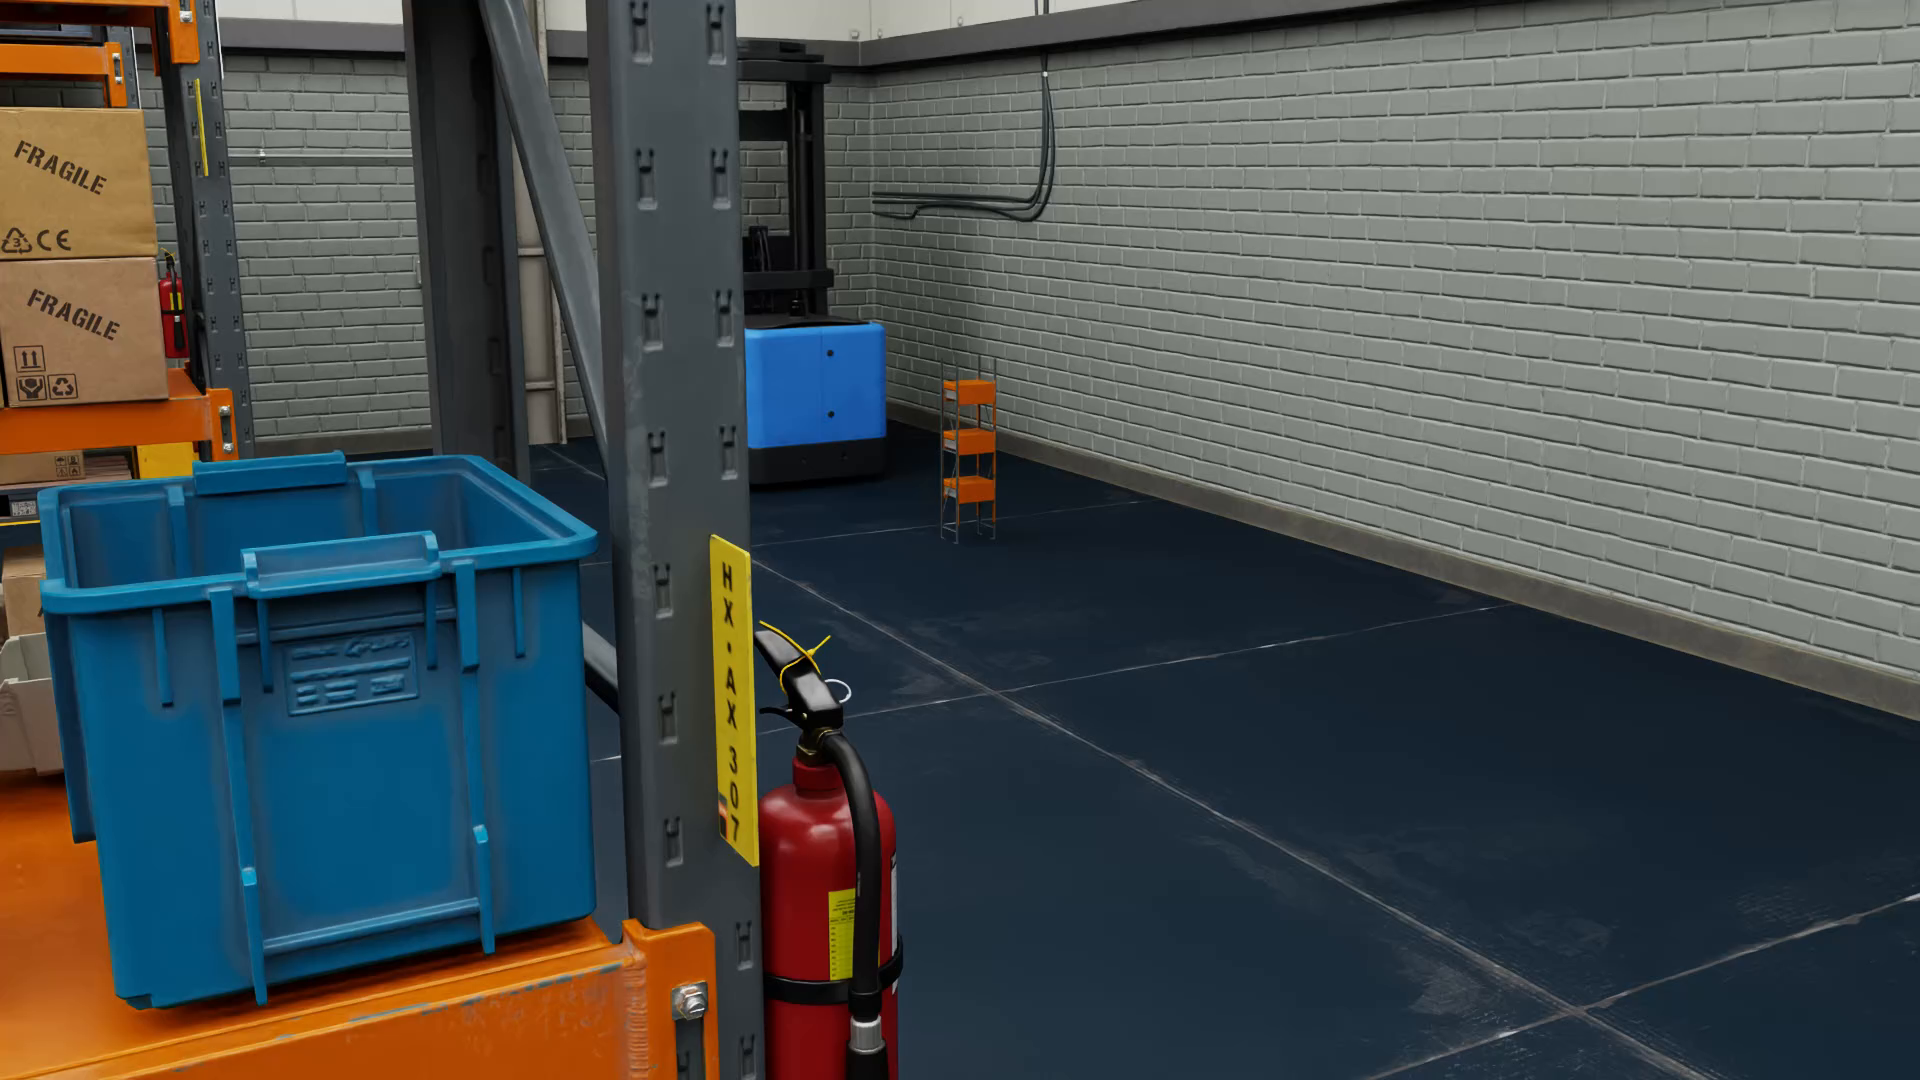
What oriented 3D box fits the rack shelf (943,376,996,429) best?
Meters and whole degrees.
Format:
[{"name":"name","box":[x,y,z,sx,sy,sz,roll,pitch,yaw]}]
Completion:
[{"name":"rack shelf","box":[0.047,-0.784,9.459,0.240,0.259,0.215,-7,14,-28]}]

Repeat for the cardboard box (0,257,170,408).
[{"name":"cardboard box","box":[-3.139,-0.766,5.955,0.500,0.500,0.500,-6,14,-26]}]

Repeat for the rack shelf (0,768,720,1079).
[{"name":"rack shelf","box":[-2.262,0.699,1.309,4.000,0.370,1.077,-7,14,-28]}]

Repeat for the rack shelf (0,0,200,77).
[{"name":"rack shelf","box":[-4.632,-1.719,5.223,4.000,0.370,1.077,-7,14,-28]}]

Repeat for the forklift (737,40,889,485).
[{"name":"forklift","box":[-1.643,-2.060,12.088,1.130,2.935,3.031,-7,14,-28]}]

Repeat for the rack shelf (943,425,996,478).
[{"name":"rack shelf","box":[0.047,-0.507,9.521,0.240,0.259,0.215,-7,14,-28]}]

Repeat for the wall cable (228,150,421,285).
[{"name":"wall cable","box":[-4.583,-2.584,11.946,1.851,1.984,0.084,-7,14,-28]}]

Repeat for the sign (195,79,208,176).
[{"name":"sign","box":[-2.628,-1.427,5.762,0.005,0.325,0.100,-7,14,-28]}]

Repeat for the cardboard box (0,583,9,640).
[{"name":"cardboard box","box":[-3.929,0.365,6.417,0.500,0.250,0.500,-7,14,-28]}]

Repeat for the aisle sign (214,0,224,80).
[{"name":"aisle sign","box":[-2.670,-2.034,5.893,0.004,0.787,0.394,-7,14,-28]}]

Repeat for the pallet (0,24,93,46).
[{"name":"pallet","box":[-5.899,-3.112,9.973,1.213,0.211,1.003,-7,14,-28]}]

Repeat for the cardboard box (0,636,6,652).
[{"name":"cardboard box","box":[-3.634,0.480,6.094,0.250,0.166,0.380,-7,14,-28]}]

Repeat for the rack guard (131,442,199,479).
[{"name":"rack guard","box":[-5.232,-0.554,10.934,0.348,0.500,1.175,-7,14,-28]}]

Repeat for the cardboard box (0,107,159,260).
[{"name":"cardboard box","box":[-3.135,-1.254,5.844,0.500,0.500,0.500,-7,14,-28]}]

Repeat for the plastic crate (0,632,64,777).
[{"name":"plastic crate","box":[-1.202,0.217,2.275,0.298,0.136,0.250,-7,14,-28]}]

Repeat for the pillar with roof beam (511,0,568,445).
[{"name":"pillar with roof beam","box":[-1.235,-4.319,8.306,0.400,9.000,9.100,-7,14,-28]}]

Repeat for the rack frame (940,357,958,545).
[{"name":"rack frame","box":[-0.060,-0.505,9.462,0.008,1.050,0.200,-7,14,-28]}]

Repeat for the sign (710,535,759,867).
[{"name":"sign","box":[-0.229,0.162,1.684,0.005,0.325,0.100,-7,14,-28]}]

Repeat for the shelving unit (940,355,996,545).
[{"name":"shelving unit","box":[0.047,-0.518,9.519,0.252,1.050,0.215,-7,14,-28]}]

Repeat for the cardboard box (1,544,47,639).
[{"name":"cardboard box","box":[-3.236,0.292,6.169,0.500,0.500,0.500,-7,14,-28]}]

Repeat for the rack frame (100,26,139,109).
[{"name":"rack frame","box":[-5.253,-1.771,10.649,0.127,3.000,1.000,-7,14,-28]}]

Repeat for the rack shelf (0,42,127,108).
[{"name":"rack shelf","box":[-7.009,-2.673,9.463,4.000,0.370,1.077,-7,14,-28]}]

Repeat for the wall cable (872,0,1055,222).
[{"name":"wall cable","box":[-0.118,-3.709,12.669,0.112,2.526,3.097,-7,14,-28]}]

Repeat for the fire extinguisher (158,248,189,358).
[{"name":"fire extinguisher","box":[-4.900,-1.479,10.373,0.183,0.674,0.296,-7,14,-28]}]

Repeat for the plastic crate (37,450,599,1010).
[{"name":"plastic crate","box":[-0.711,0.162,1.838,0.499,0.435,0.616,-7,14,-28]}]

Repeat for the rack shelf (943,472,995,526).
[{"name":"rack shelf","box":[0.047,-0.236,9.582,0.240,0.259,0.215,-7,14,-28]}]

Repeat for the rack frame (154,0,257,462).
[{"name":"rack frame","box":[-2.877,-0.817,6.408,0.127,3.000,1.000,-7,14,-28]}]

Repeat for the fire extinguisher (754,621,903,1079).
[{"name":"fire extinguisher","box":[-0.156,0.429,1.896,0.183,0.674,0.296,-7,14,-28]}]

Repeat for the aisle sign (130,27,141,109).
[{"name":"aisle sign","box":[-5.046,-2.989,10.140,0.004,0.787,0.394,-7,14,-28]}]

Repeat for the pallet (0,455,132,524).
[{"name":"pallet","box":[-5.918,-0.312,10.514,1.213,0.211,1.003,-7,14,-28]}]

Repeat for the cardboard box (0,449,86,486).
[{"name":"cardboard box","box":[-5.820,-0.664,10.464,0.500,0.500,0.700,-7,14,-28]}]

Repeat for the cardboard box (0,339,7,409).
[{"name":"cardboard box","box":[-3.593,-0.711,5.709,0.500,0.500,0.500,-7,14,-27]}]

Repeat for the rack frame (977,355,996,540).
[{"name":"rack frame","box":[0.154,-0.531,9.576,0.008,1.050,0.200,-7,14,-28]}]

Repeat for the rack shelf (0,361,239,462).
[{"name":"rack shelf","box":[-4.632,-0.256,5.552,4.000,0.370,1.077,-7,14,-28]}]
